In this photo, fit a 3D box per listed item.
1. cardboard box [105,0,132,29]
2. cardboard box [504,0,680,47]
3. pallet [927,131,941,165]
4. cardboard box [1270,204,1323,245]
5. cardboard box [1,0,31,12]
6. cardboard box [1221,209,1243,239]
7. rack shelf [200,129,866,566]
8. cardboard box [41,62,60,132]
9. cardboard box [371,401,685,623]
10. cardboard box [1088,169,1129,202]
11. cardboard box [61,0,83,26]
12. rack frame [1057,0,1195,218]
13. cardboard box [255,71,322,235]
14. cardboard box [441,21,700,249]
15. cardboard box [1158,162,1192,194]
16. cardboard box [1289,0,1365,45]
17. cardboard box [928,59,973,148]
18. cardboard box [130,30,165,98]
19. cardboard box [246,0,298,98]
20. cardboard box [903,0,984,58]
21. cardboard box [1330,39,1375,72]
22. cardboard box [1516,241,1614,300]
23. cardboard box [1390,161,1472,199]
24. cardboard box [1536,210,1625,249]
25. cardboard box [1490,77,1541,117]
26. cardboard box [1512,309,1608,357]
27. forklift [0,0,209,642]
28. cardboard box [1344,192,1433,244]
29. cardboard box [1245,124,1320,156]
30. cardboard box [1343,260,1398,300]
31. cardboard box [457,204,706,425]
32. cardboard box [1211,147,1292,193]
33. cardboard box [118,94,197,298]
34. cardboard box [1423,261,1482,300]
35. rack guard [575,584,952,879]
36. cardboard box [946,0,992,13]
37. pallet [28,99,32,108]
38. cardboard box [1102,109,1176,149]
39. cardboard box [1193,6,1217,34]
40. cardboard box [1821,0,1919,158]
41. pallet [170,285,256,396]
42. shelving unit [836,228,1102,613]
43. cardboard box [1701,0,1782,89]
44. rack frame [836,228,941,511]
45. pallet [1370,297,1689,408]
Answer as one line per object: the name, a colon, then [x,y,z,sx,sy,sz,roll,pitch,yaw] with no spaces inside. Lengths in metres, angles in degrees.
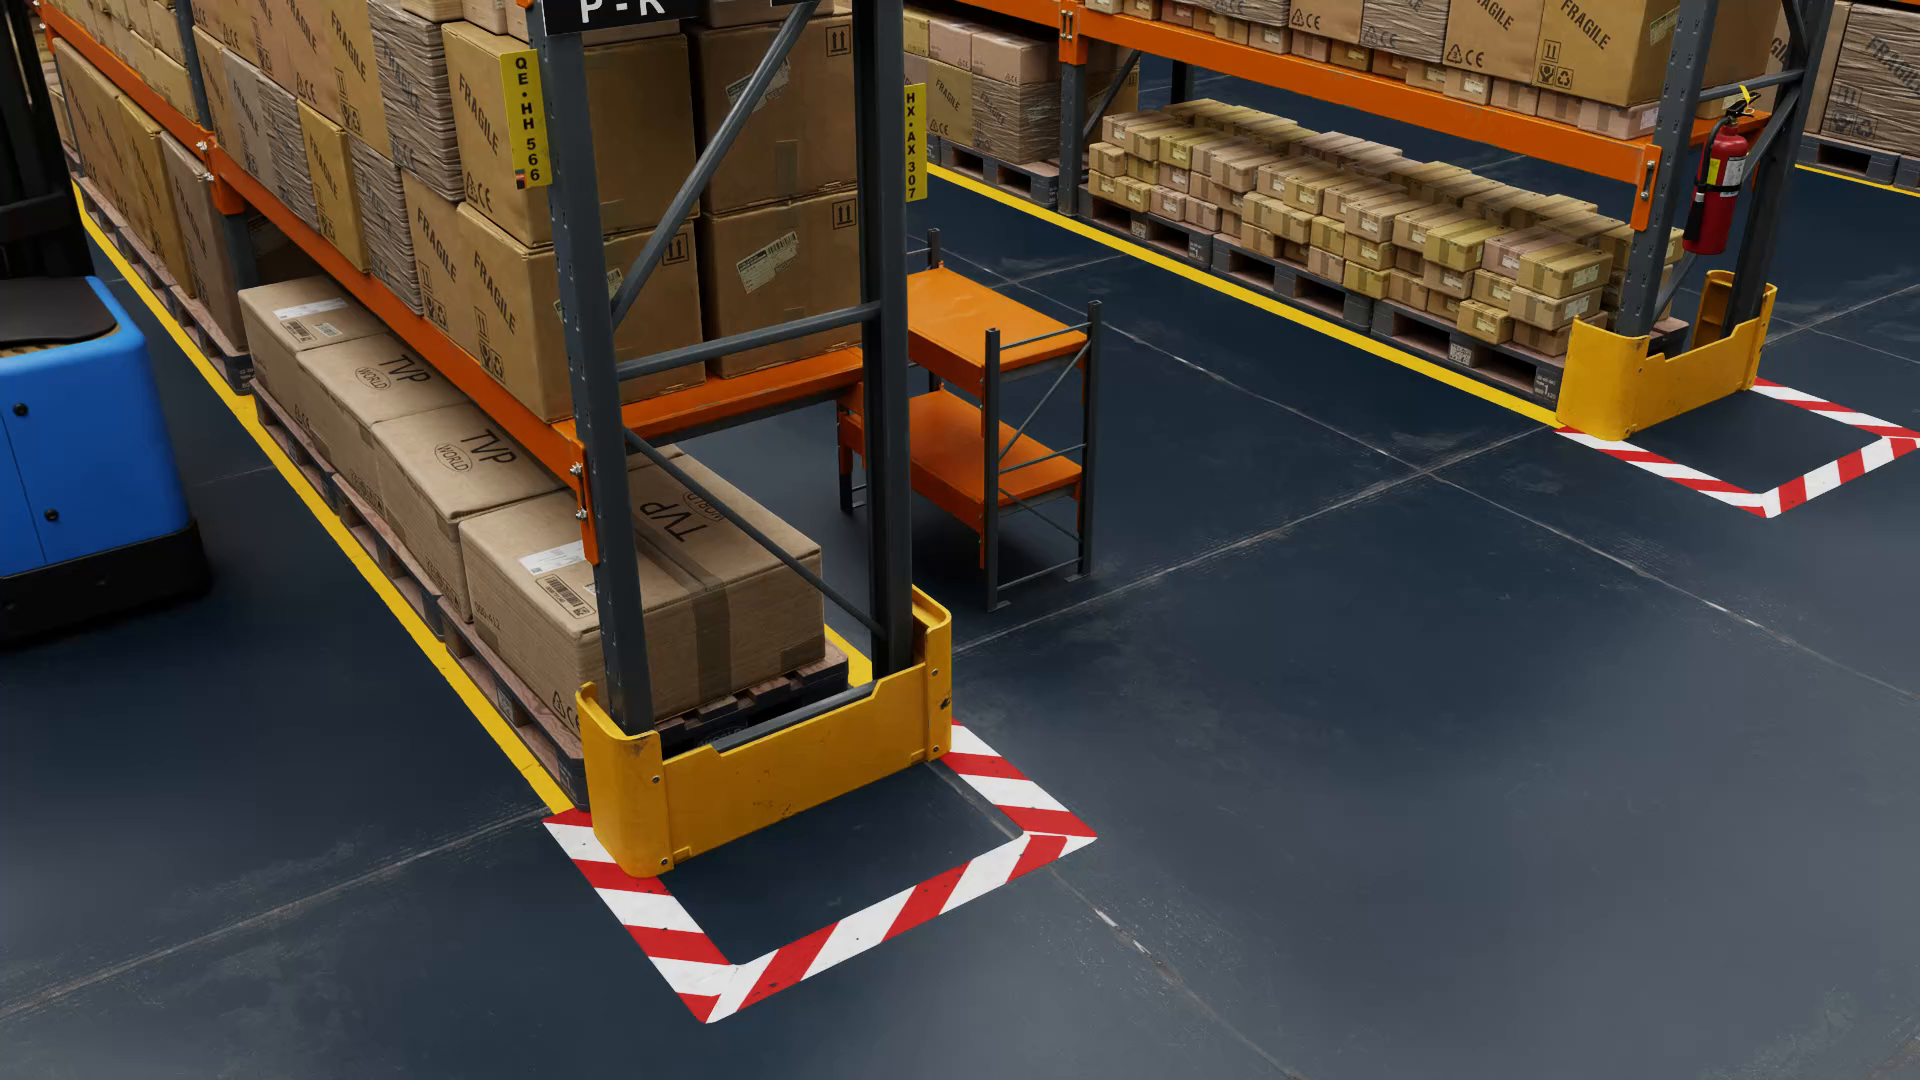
cardboard box: [-3.967,-2.748,8.301,0.500,0.250,0.500,-18,33,-29]
cardboard box: [-0.963,-1.396,4.345,0.380,0.149,0.250,-18,33,-30]
pallet: [-0.102,-3.060,12.163,1.003,0.211,1.213,-19,34,-31]
cardboard box: [1.914,-1.745,9.056,0.380,0.149,0.250,-18,34,-30]
cardboard box: [-8.114,-4.670,13.861,0.500,0.500,0.500,-19,34,-31]
cardboard box: [1.725,-1.844,9.549,0.380,0.149,0.250,-20,35,-33]
rack shelf: [-1.751,-1.005,6.211,1.077,0.370,4.000,-19,34,-31]
cardboard box: [-5.986,-3.190,11.795,0.950,0.372,0.625,-19,34,-32]
cardboard box: [-1.593,-0.184,6.191,0.875,0.438,0.875,-18,33,-29]
cardboard box: [1.012,-2.209,10.222,0.380,0.149,0.250,-20,35,-33]
cardboard box: [-4.841,-3.133,9.533,0.500,0.250,0.500,-20,34,-32]
rack frame: [1.062,-3.508,10.067,1.000,3.000,0.127,-19,34,-31]
cardboard box: [-2.281,-1.496,6.256,0.500,0.500,0.500,-19,34,-30]
cardboard box: [-1.065,-1.148,4.569,0.500,0.500,0.500,-18,33,-29]
cardboard box: [1.402,-2.183,9.862,0.380,0.149,0.250,-19,34,-31]
cardboard box: [2.035,-2.824,8.390,0.500,0.500,0.500,-17,33,-28]
cardboard box: [0.130,-3.012,11.332,0.500,0.500,0.500,-20,34,-32]
cardboard box: [-3.672,-2.336,8.065,0.500,0.250,0.500,-19,34,-31]
cardboard box: [-2.257,-1.929,6.007,0.500,0.500,0.500,-18,33,-30]
cardboard box: [-0.181,-3.548,11.534,0.500,0.250,0.500,-20,35,-33]
cardboard box: [2.120,-2.515,8.501,0.380,0.149,0.250,-18,33,-30]
cardboard box: [2.869,-1.282,7.891,0.380,0.149,0.250,-18,33,-30]
cardboard box: [2.576,-1.950,9.122,0.380,0.149,0.250,-18,33,-30]
cardboard box: [3.097,-1.518,8.326,0.380,0.149,0.250,-18,33,-30]
cardboard box: [2.692,-2.092,7.721,0.380,0.149,0.250,-19,34,-31]
cardboard box: [2.907,-1.032,8.054,0.380,0.149,0.250,-18,33,-30]
forklift: [-4.131,-1.505,6.450,1.130,2.935,3.031,-19,34,-31]
cardboard box: [2.216,-1.668,8.603,0.380,0.149,0.250,-17,33,-29]
cardboard box: [1.898,-2.329,9.820,0.380,0.149,0.250,-18,33,-29]
cardboard box: [2.239,-1.404,8.740,0.380,0.149,0.250,-20,35,-33]
cardboard box: [-1.087,-0.702,4.794,0.500,0.500,0.500,-19,34,-30]
cardboard box: [1.642,-2.085,9.370,0.380,0.149,0.250,-18,33,-30]
cardboard box: [-3.867,-1.917,8.924,0.875,0.875,0.875,-18,33,-29]
cardboard box: [2.541,-1.343,8.316,0.380,0.149,0.250,-20,35,-33]
rack guard: [-0.577,0.564,5.187,1.175,0.500,0.348,-19,34,-31]
cardboard box: [0.246,-3.690,11.795,0.500,0.250,0.500,-17,33,-29]
pallet: [-6.387,-3.206,12.433,1.003,0.211,1.213,-19,34,-31]
cardboard box: [1.093,-2.510,10.153,0.380,0.149,0.250,-17,33,-29]
cardboard box: [1.520,-2.921,9.248,0.380,0.149,0.250,-20,35,-33]
cardboard box: [6.517,-3.118,11.135,0.875,0.875,0.875,-19,34,-31]
pallet: [-3.420,-1.152,8.650,1.003,0.211,1.213,-19,34,-31]
shelving unit: [0.004,-0.492,6.477,0.538,1.125,1.048,-19,34,-31]
cardboard box: [3.347,-2.379,7.571,0.500,0.500,0.500,-17,33,-28]
rack frame: [-0.291,-0.689,6.841,0.500,1.125,0.032,-19,34,-31]
pallet: [2.896,-1.083,8.523,1.003,0.211,1.213,-19,34,-31]
